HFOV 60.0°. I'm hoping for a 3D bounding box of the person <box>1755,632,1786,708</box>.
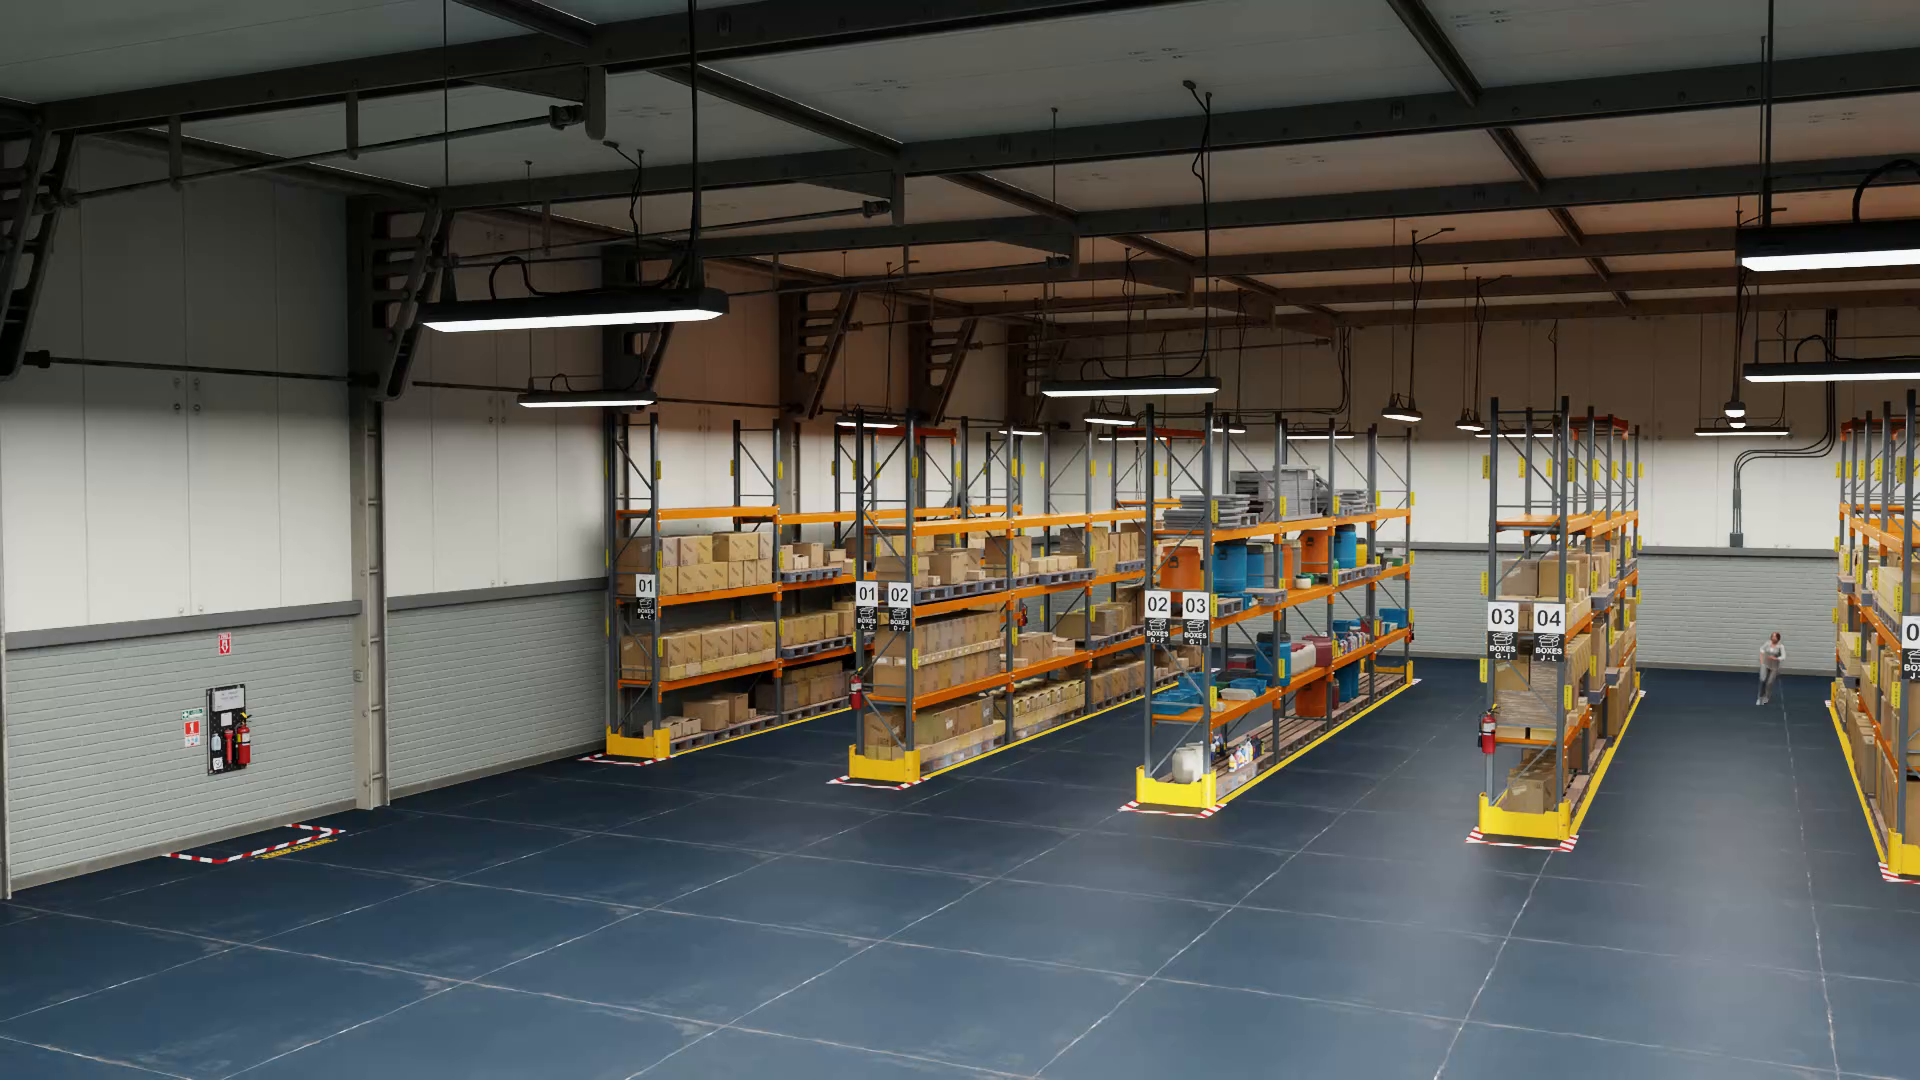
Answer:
[{"bbox_3d":[17.199,2.739,35.231,0.551,1.623,0.692,1,3,31],"label":"person"}]
